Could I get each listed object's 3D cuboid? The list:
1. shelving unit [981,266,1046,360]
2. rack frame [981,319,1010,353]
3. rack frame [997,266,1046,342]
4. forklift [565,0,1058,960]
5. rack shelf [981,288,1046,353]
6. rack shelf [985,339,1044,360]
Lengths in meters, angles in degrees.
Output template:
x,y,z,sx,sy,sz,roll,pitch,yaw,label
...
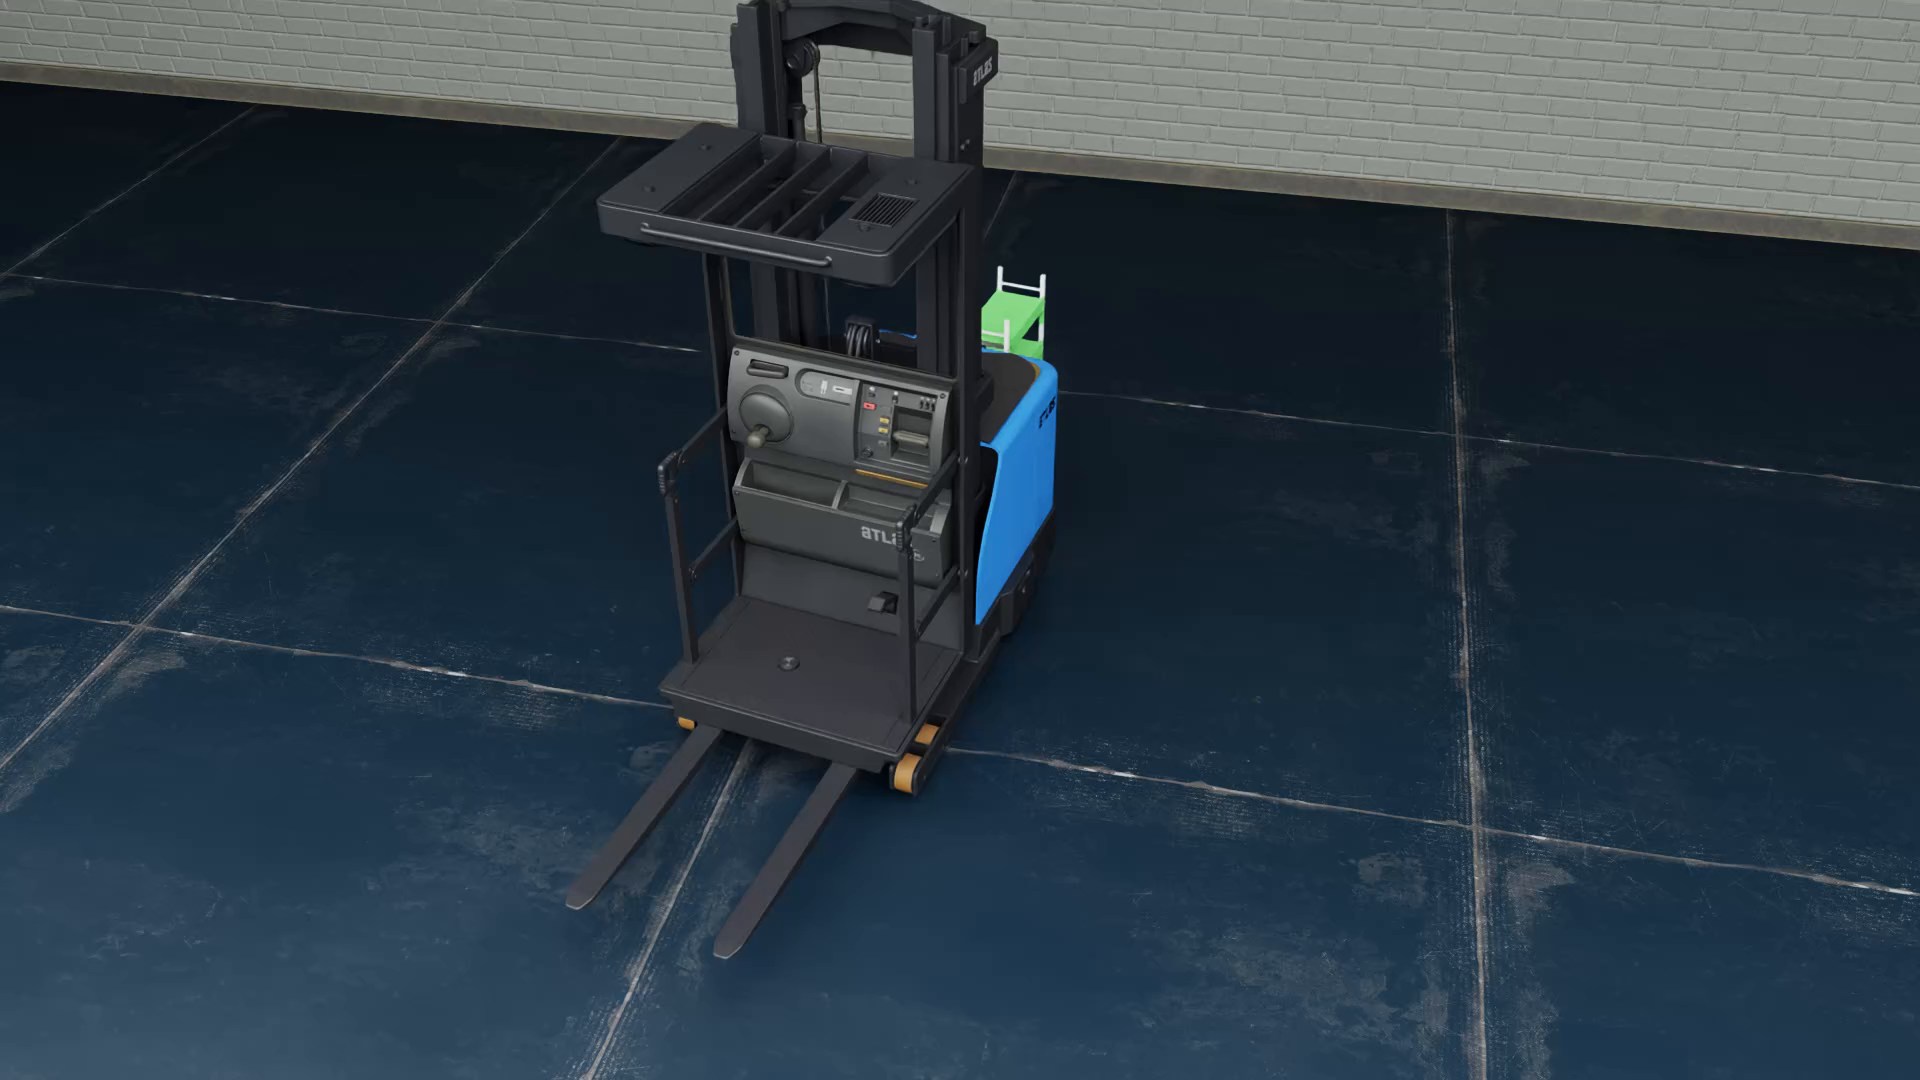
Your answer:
x,y,z,sx,sy,sz,roll,pitch,yaw,label
0.205,-0.674,8.158,0.258,1.200,0.503,13,38,18,shelving unit
0.114,-0.542,7.975,0.240,1.200,0.015,13,38,18,rack frame
0.296,-0.807,8.342,0.240,1.200,0.015,13,38,18,rack frame
-0.562,-0.430,6.346,1.130,2.935,3.031,13,38,18,forklift
0.205,-1.011,7.914,0.258,0.148,0.480,13,38,18,rack shelf
0.205,-0.817,8.055,0.258,0.148,0.480,13,38,18,rack shelf
